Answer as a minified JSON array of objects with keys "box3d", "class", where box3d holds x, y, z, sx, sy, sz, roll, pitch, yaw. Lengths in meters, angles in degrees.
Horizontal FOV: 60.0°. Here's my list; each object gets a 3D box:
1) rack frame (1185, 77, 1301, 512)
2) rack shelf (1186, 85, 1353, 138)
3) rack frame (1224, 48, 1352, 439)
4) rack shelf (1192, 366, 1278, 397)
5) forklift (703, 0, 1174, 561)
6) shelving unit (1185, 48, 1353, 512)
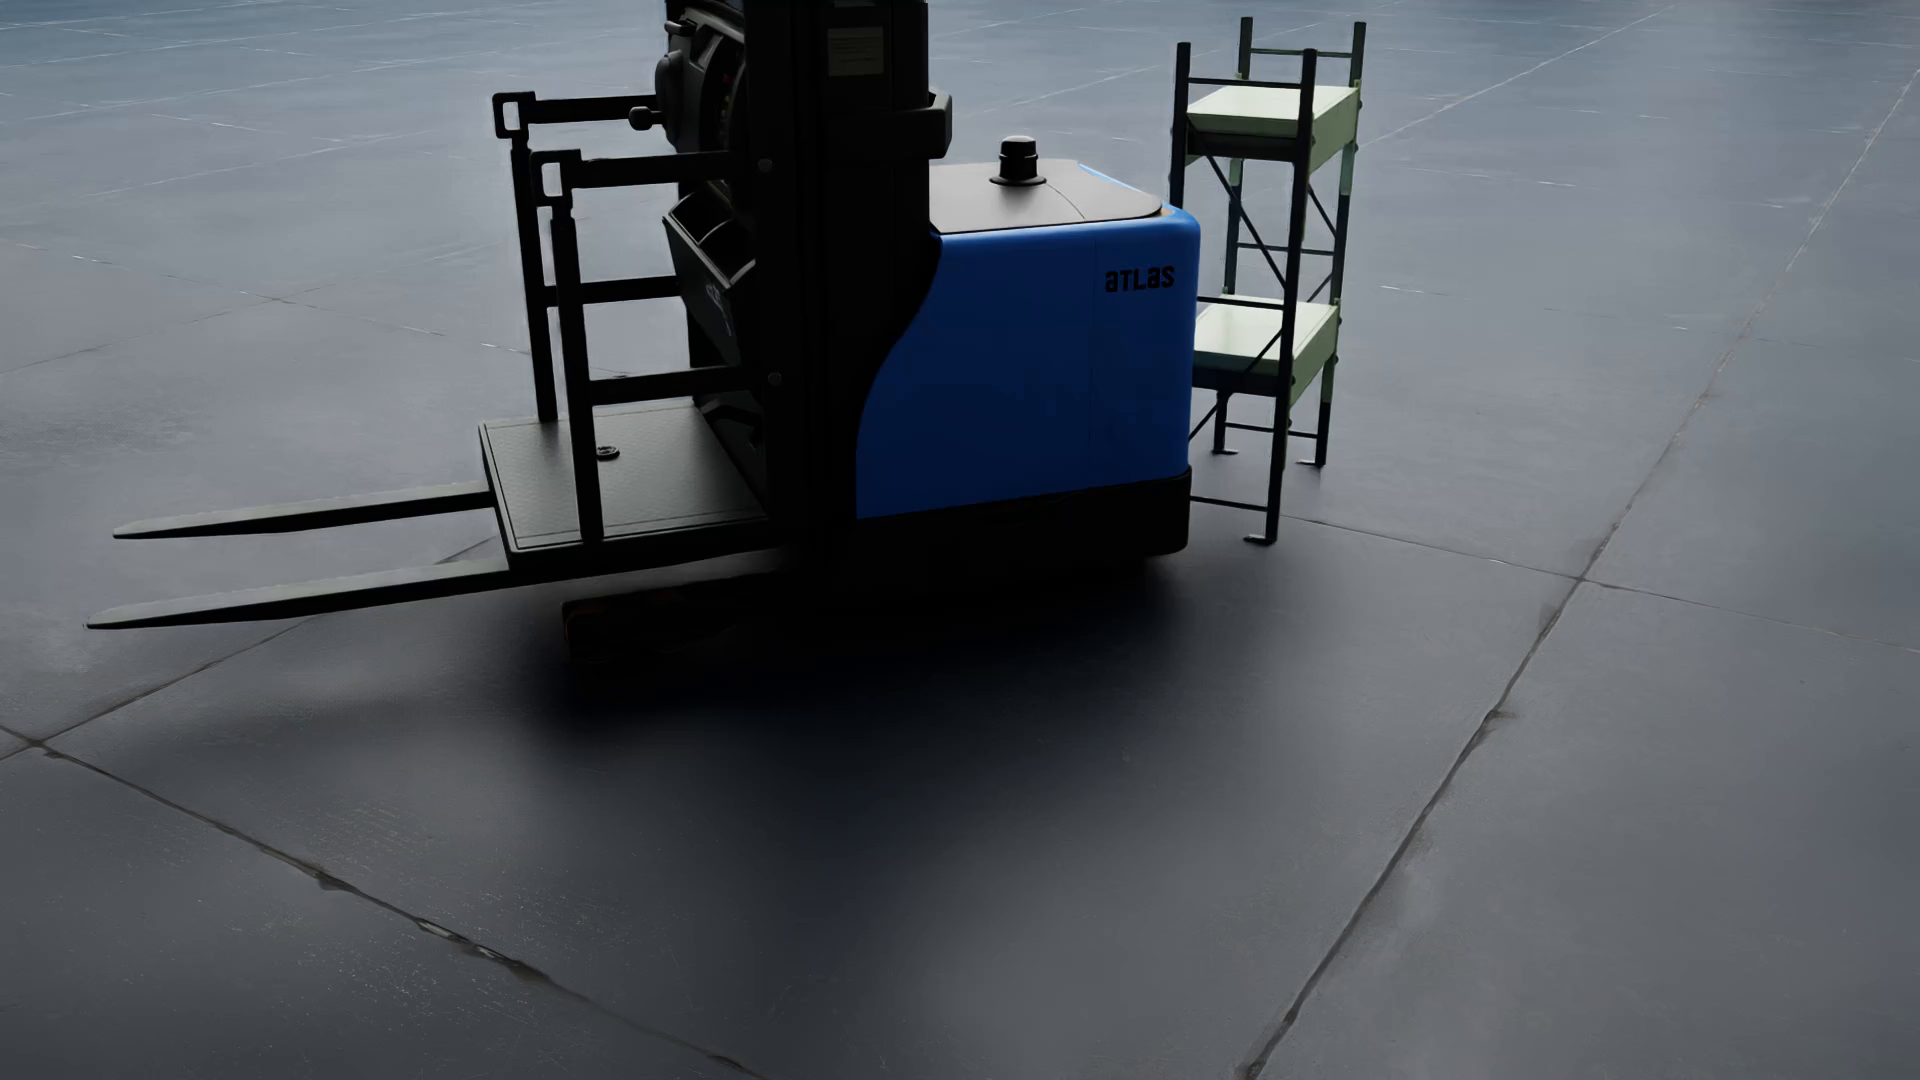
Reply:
[{"box3d":[0.814,-0.714,5.012,0.380,1.308,0.010,10,25,21],"class":"rack frame"},{"box3d":[0.956,-1.329,5.113,0.368,0.052,0.686,10,25,21],"class":"rack shelf"},{"box3d":[1.102,-0.981,5.629,0.380,1.308,0.010,10,25,21],"class":"rack frame"},{"box3d":[0.956,-0.614,5.422,0.332,0.071,0.664,10,25,21],"class":"rack shelf"},{"box3d":[-0.885,-1.251,4.450,3.031,2.935,1.109,-8,25,-18],"class":"forklift"},{"box3d":[0.958,-0.848,5.321,0.380,1.308,0.742,10,25,21],"class":"shelving unit"}]
